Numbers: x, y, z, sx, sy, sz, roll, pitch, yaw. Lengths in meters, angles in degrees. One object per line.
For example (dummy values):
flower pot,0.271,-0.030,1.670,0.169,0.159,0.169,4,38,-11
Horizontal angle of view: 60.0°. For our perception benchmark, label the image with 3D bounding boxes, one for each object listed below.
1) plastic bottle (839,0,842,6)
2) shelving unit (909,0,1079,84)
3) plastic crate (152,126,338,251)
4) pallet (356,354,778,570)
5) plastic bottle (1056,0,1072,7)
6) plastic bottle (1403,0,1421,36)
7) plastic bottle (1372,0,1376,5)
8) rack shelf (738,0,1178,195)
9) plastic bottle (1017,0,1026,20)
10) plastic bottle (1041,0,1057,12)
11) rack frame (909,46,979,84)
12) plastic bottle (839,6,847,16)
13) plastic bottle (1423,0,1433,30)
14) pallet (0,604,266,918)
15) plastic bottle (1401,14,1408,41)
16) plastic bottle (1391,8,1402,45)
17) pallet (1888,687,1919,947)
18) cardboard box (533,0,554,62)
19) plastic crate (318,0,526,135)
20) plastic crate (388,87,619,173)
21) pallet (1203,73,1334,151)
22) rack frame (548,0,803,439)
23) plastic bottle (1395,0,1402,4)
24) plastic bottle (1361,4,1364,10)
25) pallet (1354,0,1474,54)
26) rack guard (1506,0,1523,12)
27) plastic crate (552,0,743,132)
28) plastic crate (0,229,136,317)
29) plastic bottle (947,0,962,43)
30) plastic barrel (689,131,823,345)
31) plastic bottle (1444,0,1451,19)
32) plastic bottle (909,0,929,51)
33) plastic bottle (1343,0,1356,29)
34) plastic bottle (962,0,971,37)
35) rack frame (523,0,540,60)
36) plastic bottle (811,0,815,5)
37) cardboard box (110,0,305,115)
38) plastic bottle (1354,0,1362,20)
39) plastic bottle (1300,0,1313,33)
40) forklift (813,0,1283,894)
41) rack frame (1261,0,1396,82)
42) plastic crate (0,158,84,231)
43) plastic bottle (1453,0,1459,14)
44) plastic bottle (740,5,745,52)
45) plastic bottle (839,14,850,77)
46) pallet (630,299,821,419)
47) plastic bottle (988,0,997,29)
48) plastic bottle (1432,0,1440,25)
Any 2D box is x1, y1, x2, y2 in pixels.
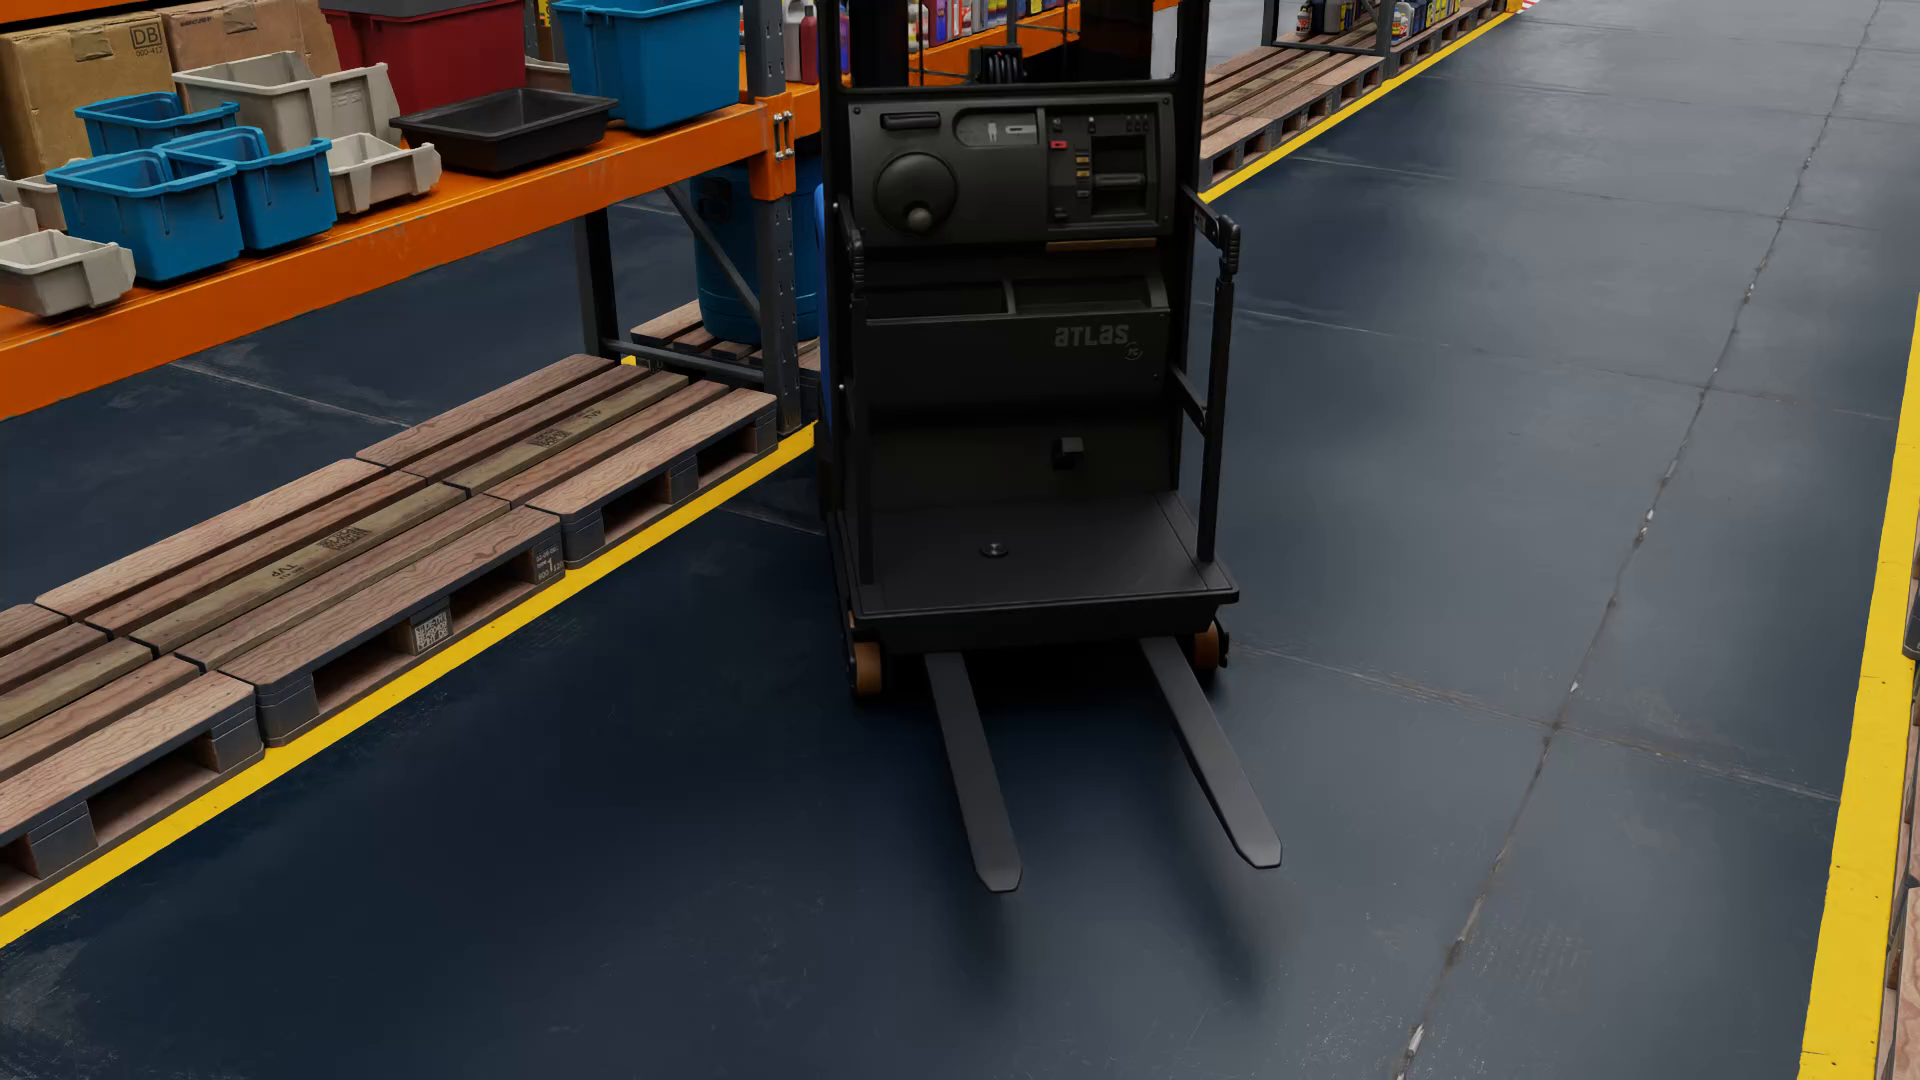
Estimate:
plastic bottle,-0.571,-2.413,7.364,0.097,0.271,0.097,0,27,0
shelving unit,0.138,-1.319,6.709,0.538,1.500,1.048,16,31,28
plastic crate,-1.860,-0.922,4.361,0.416,0.233,0.300,14,30,26
pallet,-1.423,-0.333,6.179,1.003,0.211,1.213,14,30,26
plastic bottle,0.483,-2.685,7.893,0.061,0.283,0.133,14,30,26
plastic bottle,3.599,-4.228,13.313,0.144,0.351,0.185,15,30,27
plastic bottle,3.645,-4.890,14.725,0.097,0.271,0.097,0,27,0
rack shelf,-0.111,-2.333,7.863,1.077,0.370,4.000,14,30,26
plastic bottle,0.211,-2.538,7.524,0.144,0.351,0.185,14,30,26
plastic bottle,0.368,-2.662,7.772,0.144,0.351,0.185,14,30,26
rack frame,-0.131,-1.126,6.323,0.500,1.500,0.032,16,31,28
plastic bottle,-0.474,-2.046,6.707,0.097,0.201,0.097,0,27,0
plastic bottle,3.809,-4.327,13.586,0.061,0.283,0.133,16,31,28
pallet,-2.624,0.618,4.280,1.003,0.211,1.213,14,30,26
plastic bottle,3.479,-4.045,13.115,0.097,0.201,0.097,0,27,0
plastic bottle,3.379,-3.997,12.941,0.097,0.271,0.097,0,27,0
pallet,2.877,0.732,4.053,1.003,0.211,1.213,14,30,26
cardboard box,-3.128,-3.869,12.429,0.700,0.500,0.500,13,29,23
plastic crate,-1.753,-1.638,5.532,0.402,0.464,0.583,14,30,26
plastic crate,-1.412,-1.284,5.203,0.437,0.125,0.590,14,30,26
pallet,1.888,-2.954,11.415,1.003,0.211,1.213,14,30,26
rack frame,-1.095,-1.875,6.145,1.000,3.000,0.127,14,30,26
plastic bottle,3.473,-4.260,13.377,0.144,0.351,0.185,14,30,26
plastic bottle,3.476,-4.757,14.458,0.097,0.271,0.097,0,27,0
pallet,3.806,-4.476,14.455,1.003,0.211,1.213,14,30,26
rack guard,4.811,-5.394,15.967,1.175,0.500,0.348,14,30,26
plastic crate,-1.028,-1.638,5.621,0.392,0.384,0.575,14,30,26
plastic crate,-2.091,-0.620,3.865,0.250,0.136,0.298,14,30,26
plastic bottle,-0.080,-2.277,7.086,0.152,0.276,0.135,14,30,26
plastic barrel,-0.813,-1.333,6.937,0.600,0.901,0.708,14,30,26
plastic bottle,4.070,-4.572,14.084,0.152,0.276,0.135,13,30,25
plastic bottle,-0.179,-2.140,6.897,0.097,0.201,0.097,0,27,0
plastic bottle,3.142,-4.338,13.616,0.152,0.276,0.135,14,30,26
plastic bottle,0.000,-2.283,7.181,0.097,0.201,0.097,0,27,0
rack frame,-3.440,-4.525,11.438,1.000,3.000,0.127,14,30,26
plastic bottle,-0.712,-2.324,7.096,0.144,0.351,0.185,14,30,26
cardboard box,-4.671,-2.806,9.908,1.225,0.875,0.875,13,29,24
plastic bottle,3.336,-4.529,13.990,0.061,0.283,0.133,14,30,26
plastic bottle,2.790,-4.235,13.402,0.061,0.283,0.133,16,31,29
forklift,0.185,-1.022,4.518,1.130,2.935,3.031,-4,27,-7
rack frame,2.840,-4.993,12.373,1.000,3.000,0.127,14,30,26
plastic crate,-2.419,-0.926,4.476,0.298,0.136,0.250,14,30,26
plastic bottle,4.244,-4.672,14.275,0.061,0.283,0.133,15,30,27
plastic bottle,-0.885,-2.133,6.882,0.097,0.201,0.097,0,27,0
plastic bottle,-0.478,-1.924,6.373,0.061,0.283,0.133,14,30,26
pallet,-0.680,-0.920,7.351,1.003,0.211,1.213,14,30,26
plastic bottle,0.115,-2.404,7.346,0.097,0.271,0.097,0,27,0
plastic bottle,3.900,-4.467,13.791,0.144,0.351,0.185,14,30,26
